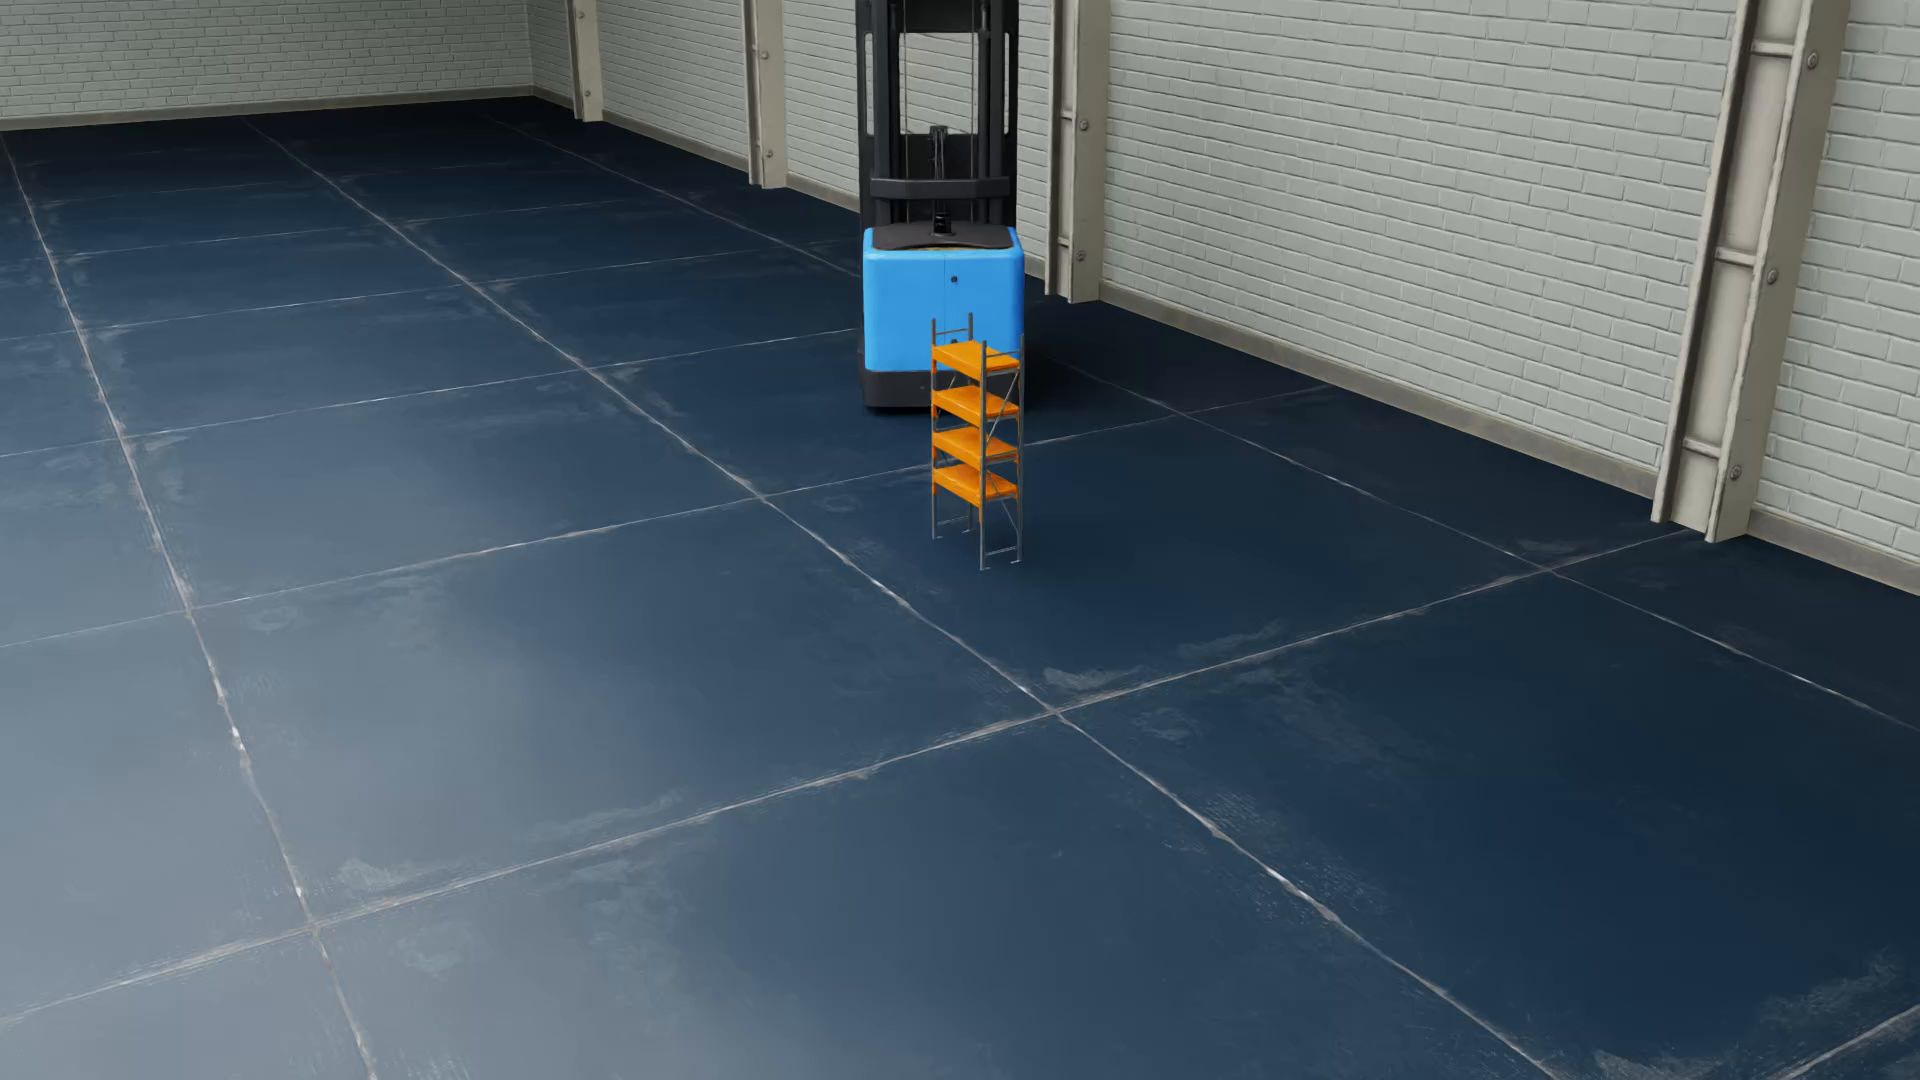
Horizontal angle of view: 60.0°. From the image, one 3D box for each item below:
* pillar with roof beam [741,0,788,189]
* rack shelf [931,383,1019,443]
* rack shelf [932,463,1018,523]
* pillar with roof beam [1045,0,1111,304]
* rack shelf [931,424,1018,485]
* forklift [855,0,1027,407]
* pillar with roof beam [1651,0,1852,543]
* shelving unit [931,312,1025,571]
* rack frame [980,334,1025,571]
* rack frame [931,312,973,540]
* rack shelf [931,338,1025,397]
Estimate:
[{"bbox_3d":[-5.830,-7.301,14.822,9.100,9.000,0.400,-13,25,-28],"label":"pillar with roof beam"},{"bbox_3d":[0.085,-0.647,8.395,0.258,0.148,0.480,-13,25,-28],"label":"rack shelf"},{"bbox_3d":[0.085,-0.256,8.554,0.258,0.148,0.480,-13,25,-28],"label":"rack shelf"},{"bbox_3d":[-2.765,-5.358,10.044,9.100,9.000,0.400,-13,25,-28],"label":"pillar with roof beam"},{"bbox_3d":[0.085,-0.440,8.479,0.258,0.148,0.480,-13,25,-28],"label":"rack shelf"},{"bbox_3d":[-0.164,-2.723,11.619,1.130,2.935,3.031,-1,22,-2],"label":"forklift"},{"bbox_3d":[0.300,-3.416,5.265,9.100,9.000,0.400,-13,25,-28],"label":"pillar with roof beam"},{"bbox_3d":[0.085,-0.502,8.454,0.258,1.200,0.503,-13,25,-28],"label":"shelving unit"},{"bbox_3d":[0.209,-0.423,8.259,0.240,1.200,0.015,-13,25,-28],"label":"rack frame"},{"bbox_3d":[-0.040,-0.581,8.648,0.240,1.200,0.015,-13,25,-28],"label":"rack frame"},{"bbox_3d":[0.085,-0.866,8.306,0.258,0.148,0.480,-13,25,-28],"label":"rack shelf"}]
